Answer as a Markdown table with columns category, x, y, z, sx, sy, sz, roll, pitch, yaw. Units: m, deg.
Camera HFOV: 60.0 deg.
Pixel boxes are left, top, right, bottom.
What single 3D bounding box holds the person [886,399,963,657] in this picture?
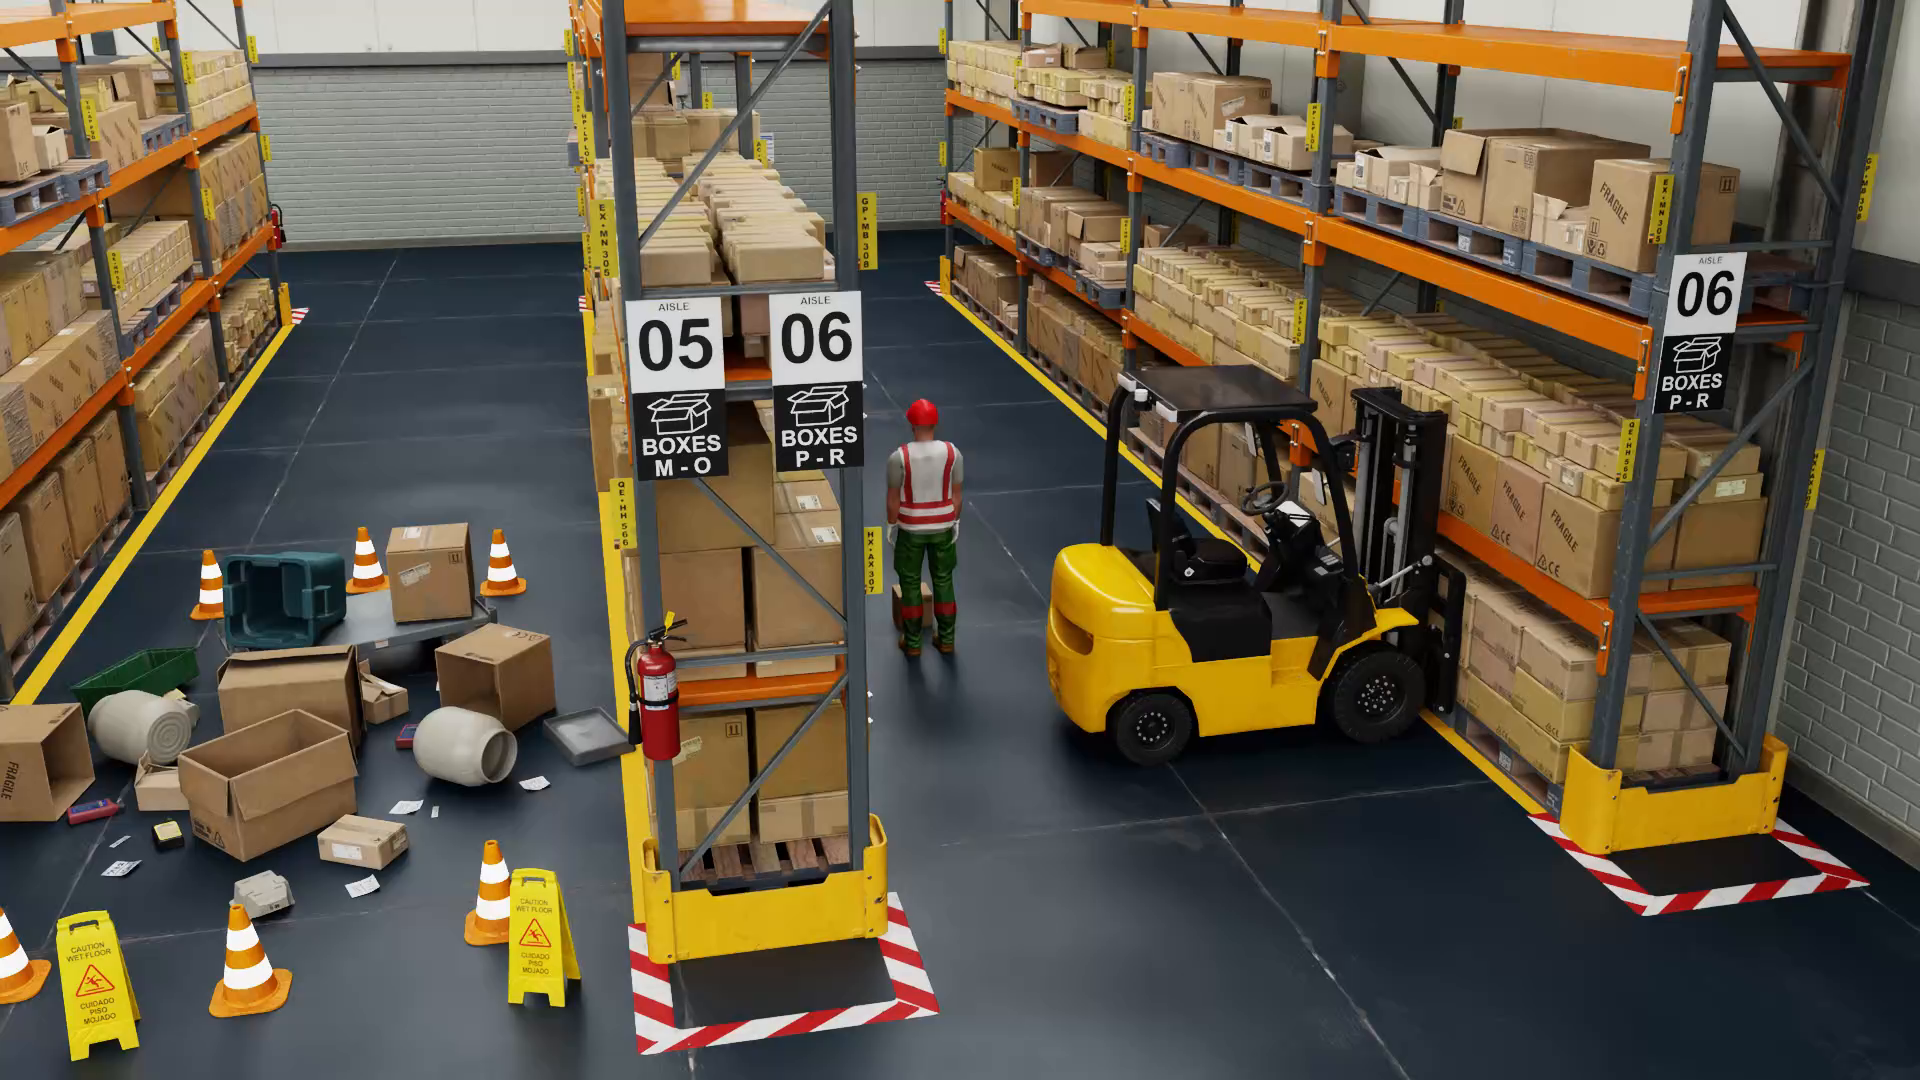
| category | x | y | z | sx | sy | sz | roll | pitch | yaw |
| --- | --- | --- | --- | --- | --- | --- | --- | --- | --- |
| person | -0.244 | -0.088 | 11.286 | 0.526 | 1.783 | 0.340 | -5 | 20 | -13 |
